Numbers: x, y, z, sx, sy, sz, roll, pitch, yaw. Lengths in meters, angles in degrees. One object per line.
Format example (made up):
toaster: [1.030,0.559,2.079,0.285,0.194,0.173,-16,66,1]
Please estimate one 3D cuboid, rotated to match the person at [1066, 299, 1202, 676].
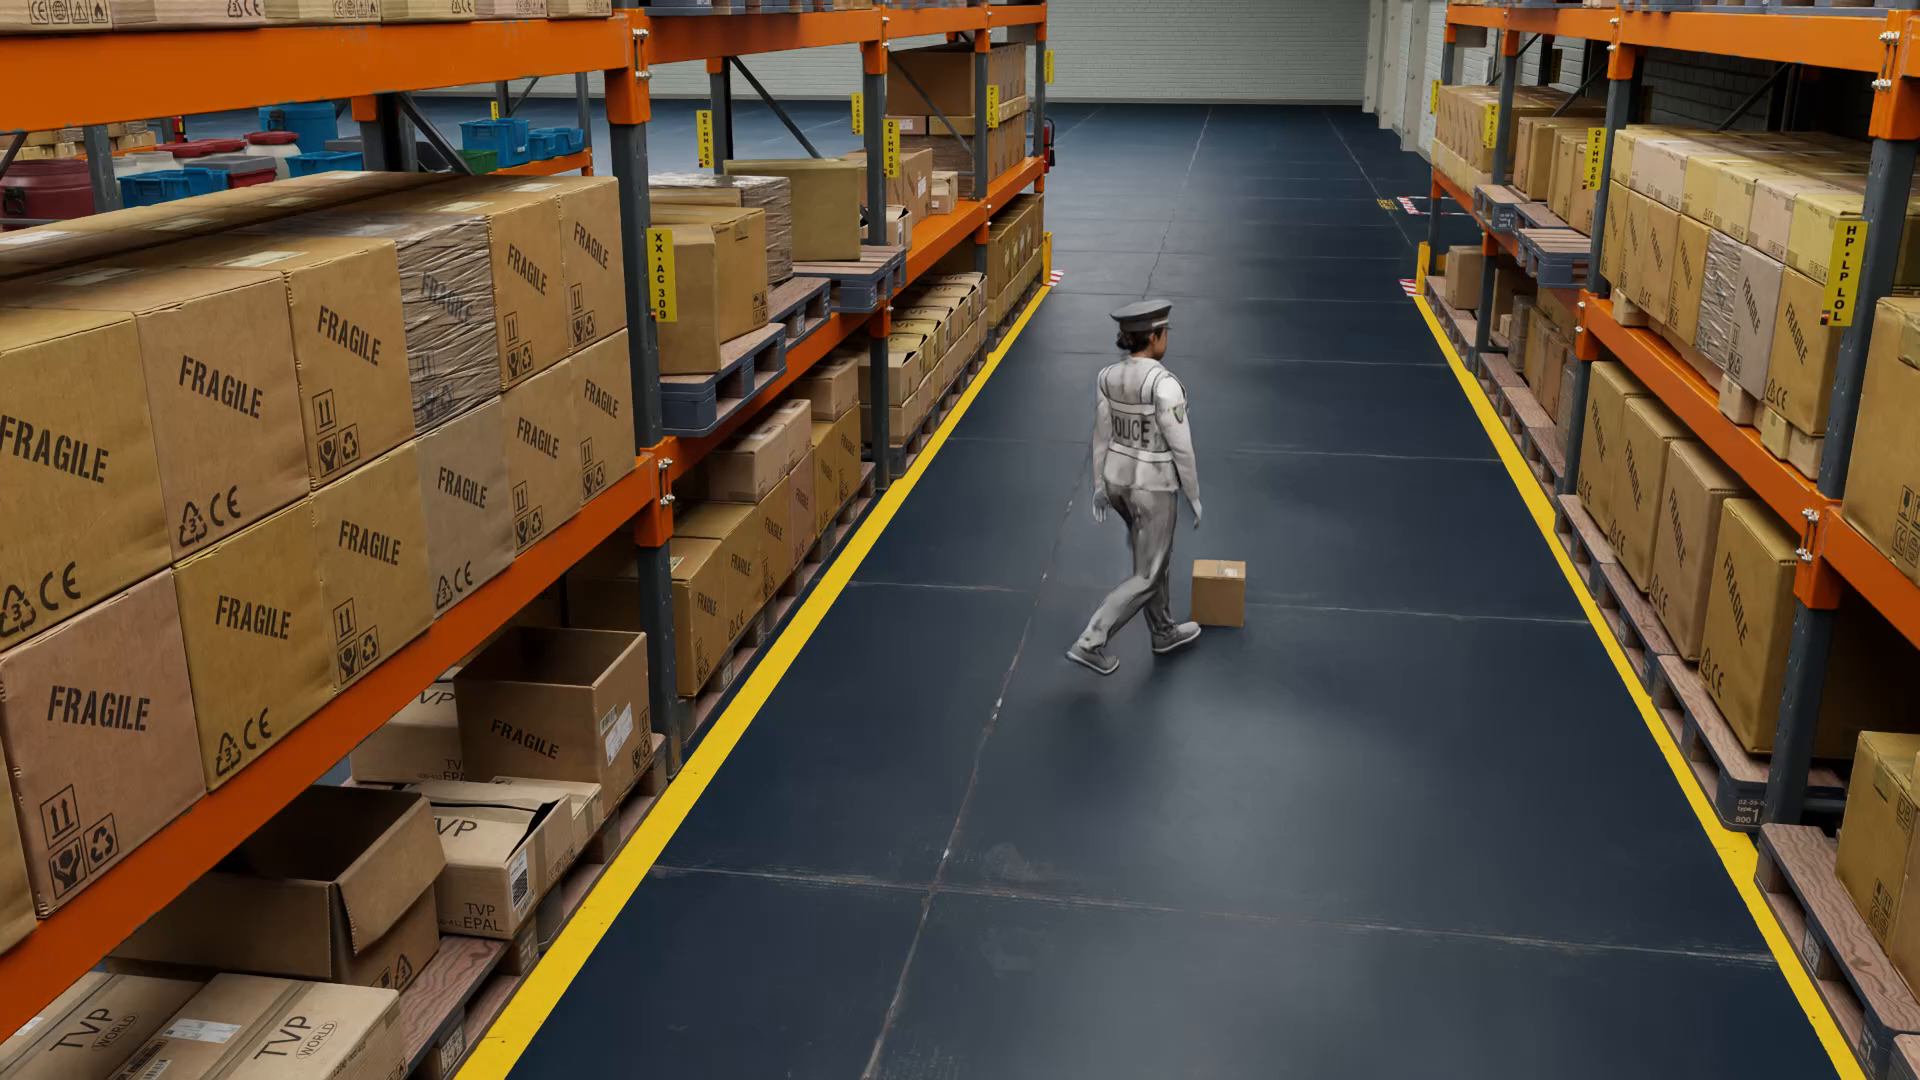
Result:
person: [0.789,-0.214,7.206,0.894,1.639,0.514,-12,21,-32]
